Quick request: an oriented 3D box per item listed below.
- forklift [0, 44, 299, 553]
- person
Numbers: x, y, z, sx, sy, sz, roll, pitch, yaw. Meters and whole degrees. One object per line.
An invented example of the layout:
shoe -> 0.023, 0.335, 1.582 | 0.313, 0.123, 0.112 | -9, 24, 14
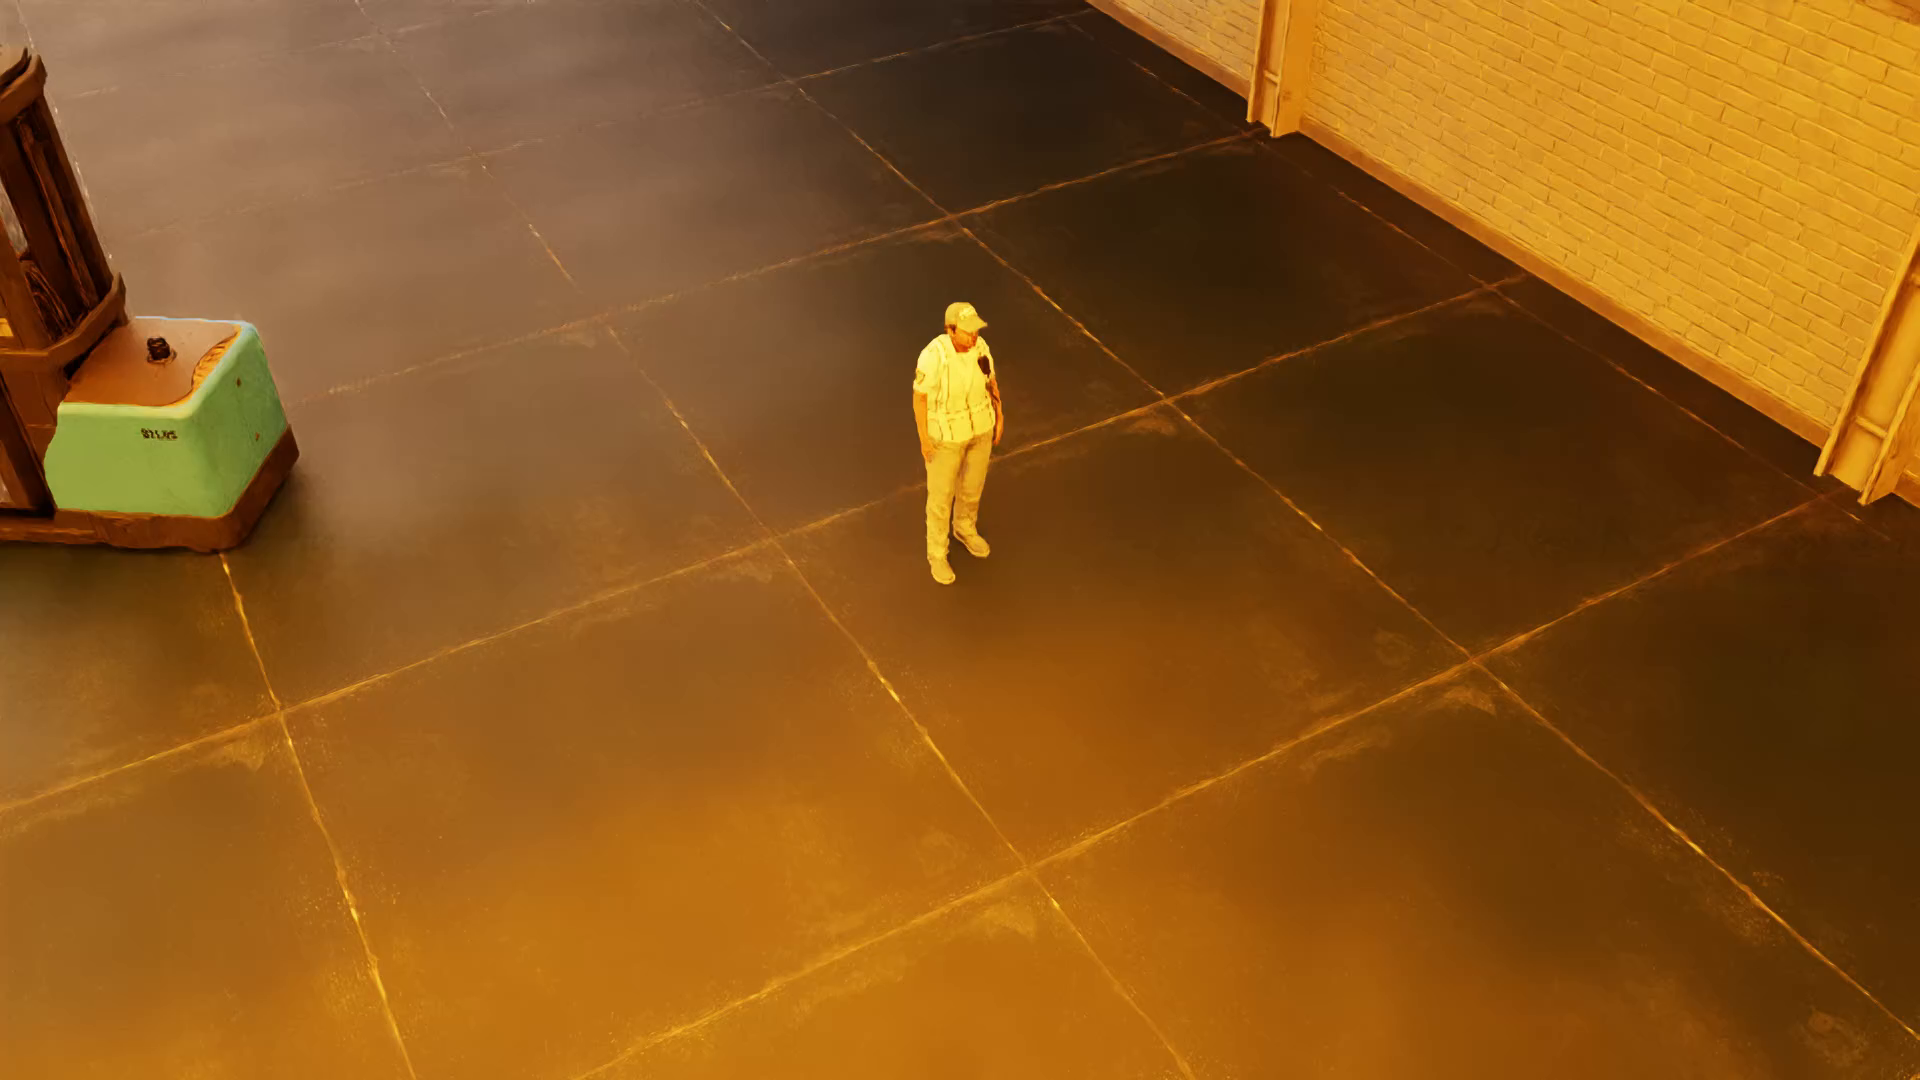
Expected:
forklift -> -5.873, -1.431, 9.761 | 3.031, 2.935, 1.130 | 3, 40, 4
person -> 0.019, -0.597, 9.736 | 0.598, 1.669, 0.529 | -20, 44, -23
